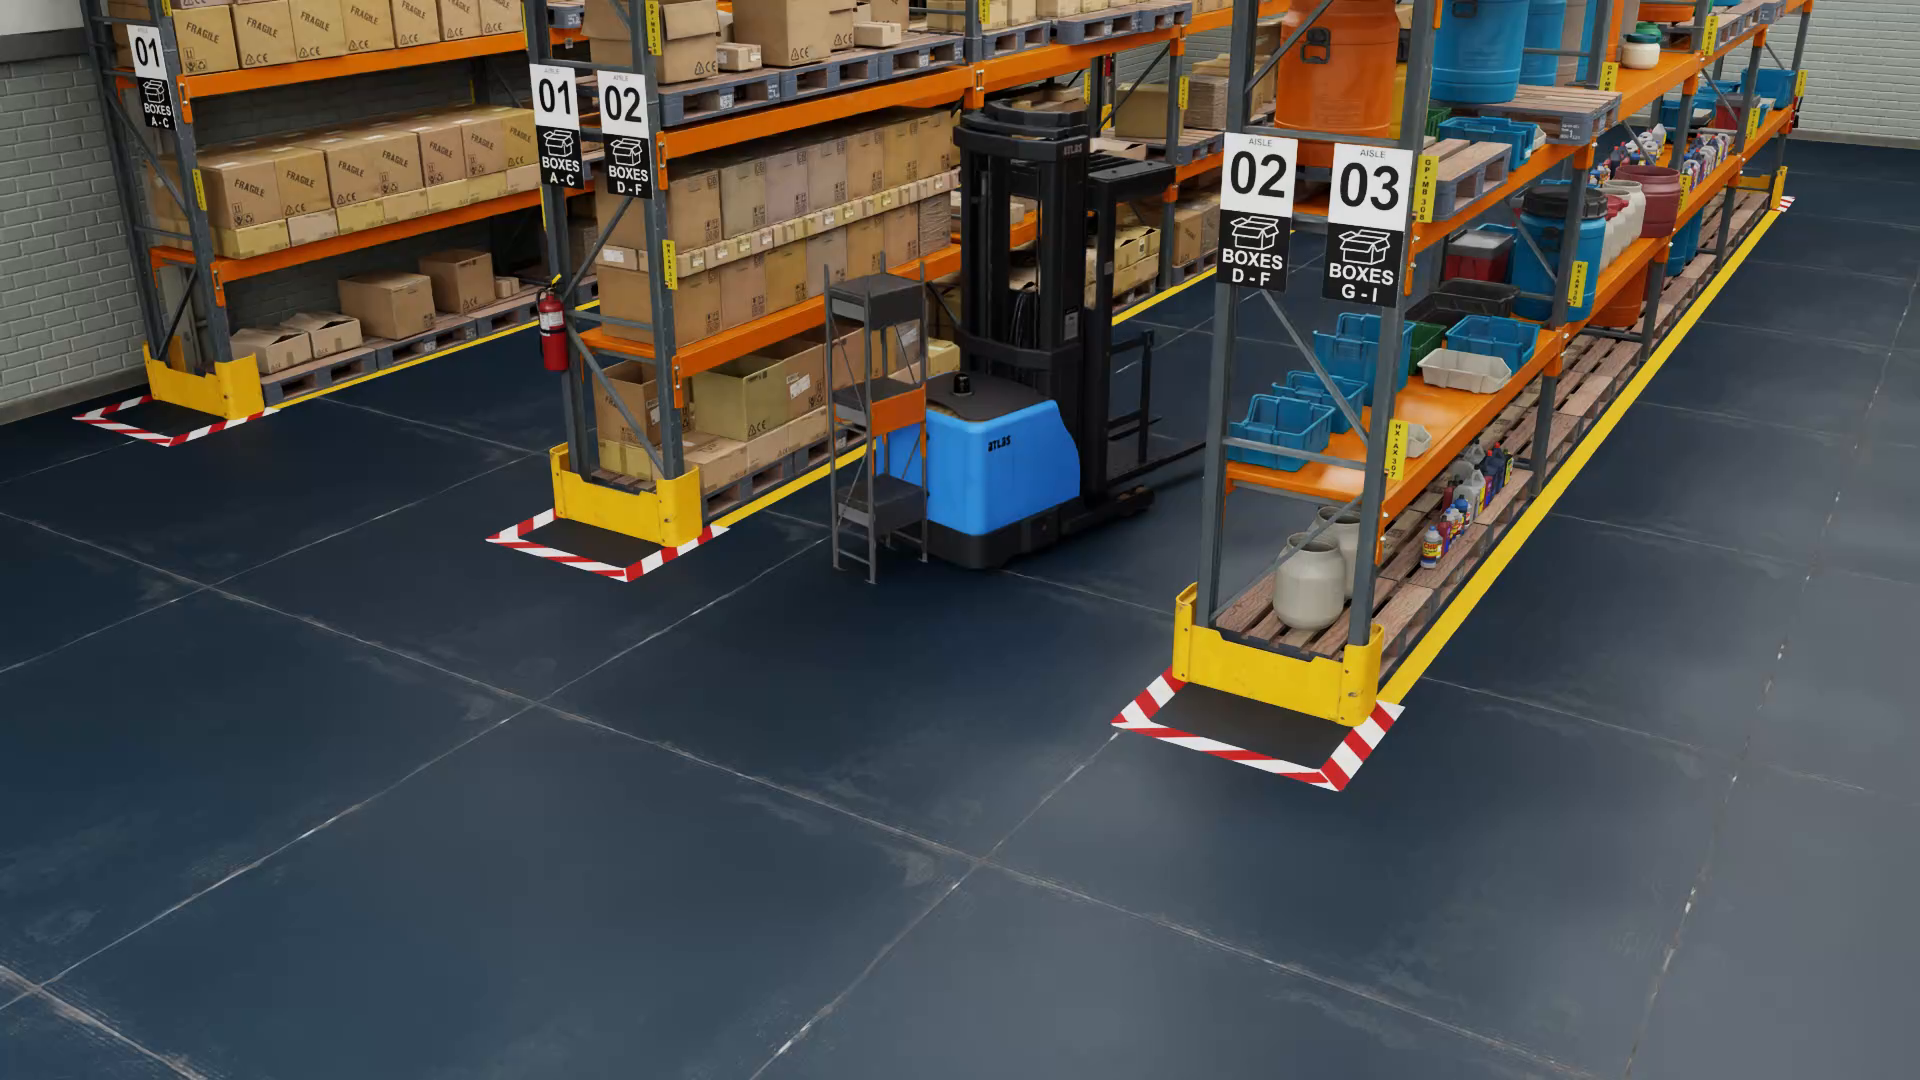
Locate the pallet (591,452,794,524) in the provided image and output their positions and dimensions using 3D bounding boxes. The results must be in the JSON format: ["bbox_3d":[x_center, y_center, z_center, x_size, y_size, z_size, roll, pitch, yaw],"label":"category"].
[{"bbox_3d":[-2.016,-0.490,12.616,1.003,0.211,1.213,14,27,29],"label":"pallet"}]

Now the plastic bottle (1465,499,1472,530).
[{"bbox_3d":[3.438,-0.180,11.359,0.097,0.201,0.097,0,23,0],"label":"plastic bottle"}]

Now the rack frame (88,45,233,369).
[{"bbox_3d":[-6.594,-2.540,13.841,1.000,3.000,0.127,14,27,29],"label":"rack frame"}]

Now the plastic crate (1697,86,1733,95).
[{"bbox_3d":[9.505,-5.578,20.994,0.416,0.233,0.300,14,27,29],"label":"plastic crate"}]

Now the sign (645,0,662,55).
[{"bbox_3d":[-1.916,-3.198,10.387,0.100,0.325,0.005,14,27,29],"label":"sign"}]

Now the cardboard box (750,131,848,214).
[{"bbox_3d":[-1.297,-2.835,12.764,0.700,0.500,0.500,14,27,29],"label":"cardboard box"}]

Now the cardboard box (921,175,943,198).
[{"bbox_3d":[-0.367,-2.977,13.908,0.380,0.149,0.250,13,27,28],"label":"cardboard box"}]

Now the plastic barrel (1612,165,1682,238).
[{"bbox_3d":[6.055,-3.006,14.747,0.600,0.536,0.708,14,27,29],"label":"plastic barrel"}]

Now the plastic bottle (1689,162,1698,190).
[{"bbox_3d":[7.239,-3.606,16.466,0.097,0.271,0.097,0,23,0],"label":"plastic bottle"}]

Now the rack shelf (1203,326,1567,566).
[{"bbox_3d":[2.877,-0.808,10.747,1.077,0.370,4.000,14,27,29],"label":"rack shelf"}]

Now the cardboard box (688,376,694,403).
[{"bbox_3d":[-1.839,-1.362,13.108,0.500,0.500,0.500,14,27,29],"label":"cardboard box"}]

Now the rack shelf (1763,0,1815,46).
[{"bbox_3d":[9.207,-6.235,19.507,1.077,0.370,4.000,14,27,29],"label":"rack shelf"}]

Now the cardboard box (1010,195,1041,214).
[{"bbox_3d":[0.423,-3.332,15.546,0.500,0.500,0.500,16,28,33],"label":"cardboard box"}]

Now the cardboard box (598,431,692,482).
[{"bbox_3d":[-2.352,-0.677,12.470,0.500,0.250,0.500,14,27,29],"label":"cardboard box"}]

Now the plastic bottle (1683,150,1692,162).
[{"bbox_3d":[7.451,-3.856,17.044,0.097,0.271,0.097,0,23,0],"label":"plastic bottle"}]

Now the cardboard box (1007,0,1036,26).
[{"bbox_3d":[0.347,-4.745,14.820,0.500,0.250,0.500,11,26,24],"label":"cardboard box"}]

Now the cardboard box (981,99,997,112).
[{"bbox_3d":[0.387,-6.424,24.615,0.380,0.149,0.250,13,27,27],"label":"cardboard box"}]

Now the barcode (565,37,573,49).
[{"bbox_3d":[-2.634,-3.349,11.203,0.001,0.075,0.075,14,27,29],"label":"barcode"}]

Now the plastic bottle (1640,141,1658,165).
[{"bbox_3d":[7.225,-4.036,17.453,0.152,0.276,0.135,14,27,29],"label":"plastic bottle"}]

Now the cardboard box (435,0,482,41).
[{"bbox_3d":[-4.818,-4.931,15.438,0.500,0.500,0.500,11,26,25],"label":"cardboard box"}]

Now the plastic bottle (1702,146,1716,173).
[{"bbox_3d":[7.760,-3.962,17.283,0.152,0.276,0.135,14,27,29],"label":"plastic bottle"}]

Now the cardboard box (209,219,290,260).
[{"bbox_3d":[-6.067,-2.578,14.093,0.500,0.250,0.500,13,27,27],"label":"cardboard box"}]

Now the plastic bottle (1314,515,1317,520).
[{"bbox_3d":[2.419,-0.093,11.157,0.097,0.201,0.097,0,23,0],"label":"plastic bottle"}]

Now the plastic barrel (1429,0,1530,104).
[{"bbox_3d":[3.316,-3.299,10.660,0.600,0.901,0.708,14,27,29],"label":"plastic barrel"}]

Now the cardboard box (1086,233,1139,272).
[{"bbox_3d":[1.500,-2.986,17.098,0.500,0.311,0.500,13,27,28],"label":"cardboard box"}]

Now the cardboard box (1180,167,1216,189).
[{"bbox_3d":[2.692,-4.333,19.631,0.500,0.250,0.500,13,27,28],"label":"cardboard box"}]

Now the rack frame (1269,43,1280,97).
[{"bbox_3d":[3.946,-5.553,20.801,1.000,3.000,0.127,14,27,29],"label":"rack frame"}]

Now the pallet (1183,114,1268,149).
[{"bbox_3d":[2.858,-4.772,19.239,1.003,0.211,1.213,14,27,29],"label":"pallet"}]

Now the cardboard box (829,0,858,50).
[{"bbox_3d":[-1.250,-4.004,12.614,0.797,0.503,0.637,17,29,35],"label":"cardboard box"}]

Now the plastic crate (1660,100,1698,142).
[{"bbox_3d":[8.109,-4.763,18.921,0.392,0.384,0.575,14,27,29],"label":"plastic crate"}]

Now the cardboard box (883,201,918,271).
[{"bbox_3d":[-0.775,-2.568,13.781,0.700,0.500,0.500,14,27,28],"label":"cardboard box"}]

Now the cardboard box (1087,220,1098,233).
[{"bbox_3d":[1.310,-3.276,17.768,0.500,0.311,0.500,15,28,31],"label":"cardboard box"}]

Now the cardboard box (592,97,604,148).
[{"bbox_3d":[-3.886,-4.489,17.664,0.700,0.500,0.500,17,29,34],"label":"cardboard box"}]

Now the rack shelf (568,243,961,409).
[{"bbox_3d":[-1.329,-1.848,13.148,1.077,0.370,4.000,14,27,29],"label":"rack shelf"}]

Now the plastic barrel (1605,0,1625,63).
[{"bbox_3d":[5.080,-4.285,13.556,0.600,0.830,0.708,14,27,29],"label":"plastic barrel"}]

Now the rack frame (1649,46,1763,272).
[{"bbox_3d":[8.152,-4.514,18.401,1.000,3.000,0.127,14,27,29],"label":"rack frame"}]

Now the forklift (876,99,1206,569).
[{"bbox_3d":[0.793,-1.642,11.853,1.130,2.935,3.031,21,31,40],"label":"forklift"}]

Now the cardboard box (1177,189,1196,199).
[{"bbox_3d":[2.403,-3.797,19.338,0.500,0.500,0.500,13,27,27],"label":"cardboard box"}]

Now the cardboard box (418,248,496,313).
[{"bbox_3d":[-4.998,-2.586,16.540,0.500,0.500,0.500,12,26,25],"label":"cardboard box"}]

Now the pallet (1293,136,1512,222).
[{"bbox_3d":[2.342,-2.012,9.084,1.003,0.211,1.213,14,27,29],"label":"pallet"}]

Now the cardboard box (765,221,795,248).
[{"bbox_3d":[-1.451,-2.282,12.304,0.380,0.149,0.250,13,27,27],"label":"cardboard box"}]

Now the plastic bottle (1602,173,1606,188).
[{"bbox_3d":[6.348,-3.576,16.484,0.097,0.201,0.097,0,23,0],"label":"plastic bottle"}]

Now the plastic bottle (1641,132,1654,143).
[{"bbox_3d":[7.391,-4.257,17.963,0.152,0.276,0.135,14,27,29],"label":"plastic bottle"}]

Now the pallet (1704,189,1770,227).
[{"bbox_3d":[9.794,-4.314,21.449,1.003,0.211,1.213,14,27,29],"label":"pallet"}]

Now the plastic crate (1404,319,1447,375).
[{"bbox_3d":[2.976,-1.317,11.284,0.450,0.188,0.662,14,27,29],"label":"plastic crate"}]

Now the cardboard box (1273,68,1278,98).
[{"bbox_3d":[3.992,-5.821,21.295,0.500,0.500,0.500,14,27,30],"label":"cardboard box"}]

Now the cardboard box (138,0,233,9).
[{"bbox_3d":[-6.185,-4.509,13.205,0.500,0.500,0.500,12,26,25],"label":"cardboard box"}]

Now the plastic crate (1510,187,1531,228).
[{"bbox_3d":[4.930,-2.712,14.158,0.402,0.464,0.583,14,27,29],"label":"plastic crate"}]

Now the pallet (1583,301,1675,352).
[{"bbox_3d":[6.423,-2.159,16.471,1.003,0.211,1.213,14,27,29],"label":"pallet"}]

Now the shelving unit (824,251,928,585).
[{"bbox_3d":[-0.541,-0.789,10.930,0.431,2.100,0.503,21,31,40],"label":"shelving unit"}]

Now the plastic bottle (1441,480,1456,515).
[{"bbox_3d":[3.386,-0.285,11.499,0.061,0.283,0.133,14,27,29],"label":"plastic bottle"}]

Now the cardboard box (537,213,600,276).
[{"bbox_3d":[-4.110,-3.196,17.950,0.700,0.500,0.500,15,28,31],"label":"cardboard box"}]

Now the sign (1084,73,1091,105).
[{"bbox_3d":[1.370,-4.808,17.724,0.100,0.325,0.005,14,27,29],"label":"sign"}]

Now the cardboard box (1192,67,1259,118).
[{"bbox_3d":[3.066,-5.182,19.291,0.700,0.500,0.500,7,24,16],"label":"cardboard box"}]

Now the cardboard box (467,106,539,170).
[{"bbox_3d":[-4.471,-3.950,16.318,0.500,0.500,0.500,14,27,29],"label":"cardboard box"}]

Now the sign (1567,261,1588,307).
[{"bbox_3d":[4.394,-1.822,11.834,0.100,0.325,0.005,14,27,29],"label":"sign"}]
